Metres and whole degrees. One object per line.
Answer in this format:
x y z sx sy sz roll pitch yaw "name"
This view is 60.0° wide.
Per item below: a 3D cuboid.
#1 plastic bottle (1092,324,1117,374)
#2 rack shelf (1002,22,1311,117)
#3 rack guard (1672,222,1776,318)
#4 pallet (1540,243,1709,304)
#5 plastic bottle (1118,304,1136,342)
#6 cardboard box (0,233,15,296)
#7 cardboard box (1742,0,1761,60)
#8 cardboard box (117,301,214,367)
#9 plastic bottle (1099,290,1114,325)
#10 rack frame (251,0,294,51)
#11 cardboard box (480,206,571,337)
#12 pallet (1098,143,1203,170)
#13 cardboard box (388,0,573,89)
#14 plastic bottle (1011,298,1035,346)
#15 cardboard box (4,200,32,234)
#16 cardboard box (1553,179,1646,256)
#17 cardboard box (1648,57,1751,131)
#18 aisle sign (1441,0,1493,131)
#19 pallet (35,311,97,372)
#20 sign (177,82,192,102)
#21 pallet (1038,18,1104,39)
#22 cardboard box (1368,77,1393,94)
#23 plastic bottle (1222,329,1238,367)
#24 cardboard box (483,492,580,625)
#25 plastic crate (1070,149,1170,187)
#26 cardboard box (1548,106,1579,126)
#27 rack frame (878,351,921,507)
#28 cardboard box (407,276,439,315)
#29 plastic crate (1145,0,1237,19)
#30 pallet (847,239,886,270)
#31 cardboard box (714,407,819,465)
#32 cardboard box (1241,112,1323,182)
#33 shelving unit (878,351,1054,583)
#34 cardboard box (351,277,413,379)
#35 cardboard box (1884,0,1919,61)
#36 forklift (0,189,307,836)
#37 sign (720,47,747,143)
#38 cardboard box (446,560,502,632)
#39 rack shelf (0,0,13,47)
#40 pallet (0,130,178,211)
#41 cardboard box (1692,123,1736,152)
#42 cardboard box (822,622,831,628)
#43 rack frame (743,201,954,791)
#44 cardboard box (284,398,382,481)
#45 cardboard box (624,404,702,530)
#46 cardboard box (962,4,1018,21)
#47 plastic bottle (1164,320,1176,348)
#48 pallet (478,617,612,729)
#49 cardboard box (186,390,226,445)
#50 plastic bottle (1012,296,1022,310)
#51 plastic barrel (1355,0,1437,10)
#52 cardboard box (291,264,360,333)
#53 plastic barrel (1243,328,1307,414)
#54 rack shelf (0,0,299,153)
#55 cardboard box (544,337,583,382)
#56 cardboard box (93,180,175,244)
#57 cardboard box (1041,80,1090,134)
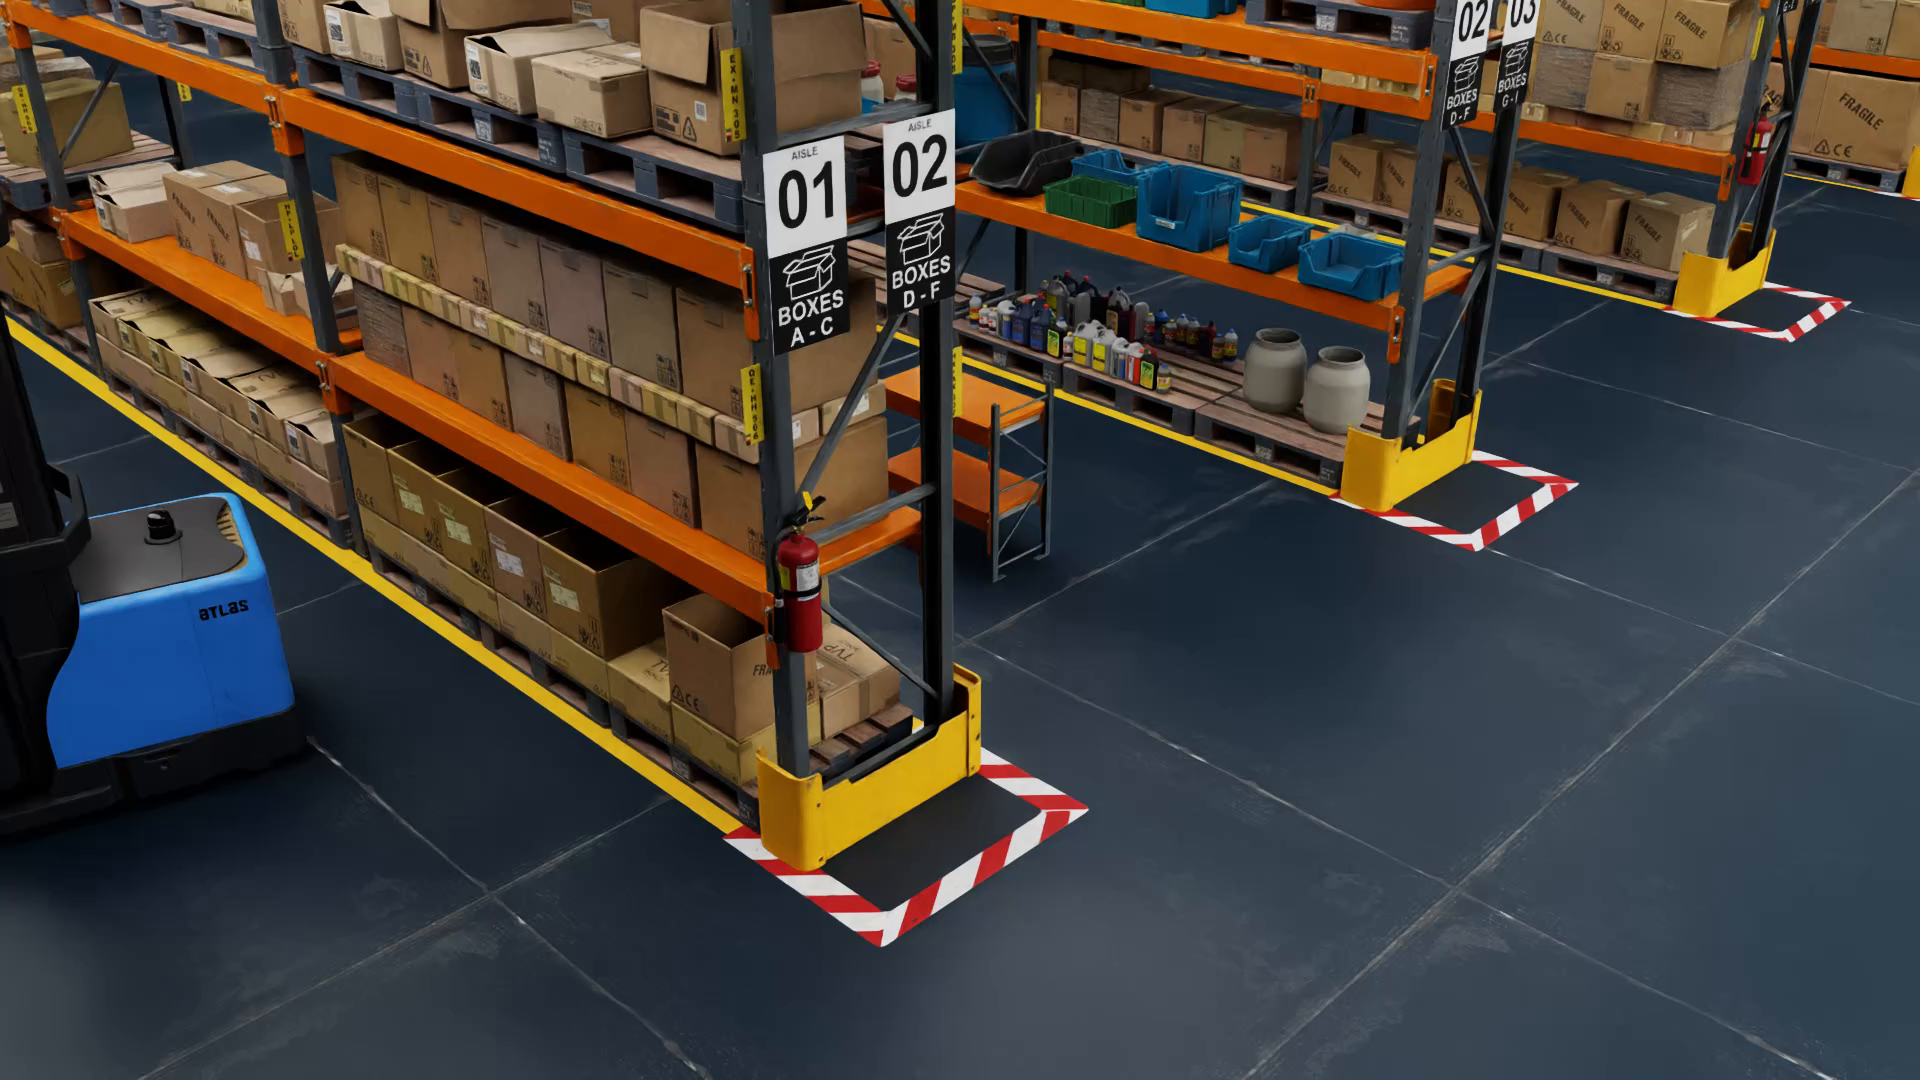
1.057 -1.397 12.058 0.144 0.351 0.185 -24 36 -37 "plastic bottle"
2.248 -5.015 17.337 4.000 0.370 1.077 25 36 38 "rack shelf"
6.472 -2.294 14.076 0.348 0.500 1.175 25 36 38 "rack guard"
5.918 -2.443 14.669 1.213 0.211 1.003 25 36 38 "pallet"
1.269 -1.657 12.625 0.133 0.283 0.061 25 36 38 "plastic bottle"
-7.705 -2.353 13.716 0.500 0.500 0.500 23 35 37 "cardboard box"
6.325 -4.264 13.635 0.500 0.500 0.500 25 36 38 "cardboard box"
-5.578 -1.480 11.742 0.500 0.311 0.500 24 36 37 "cardboard box"
1.145 -1.813 12.921 0.061 0.283 0.133 -22 35 -36 "plastic bottle"
-3.274 -4.050 8.283 0.127 3.000 1.000 25 36 38 "rack frame"
-1.879 -1.379 8.148 0.500 0.500 0.700 25 36 38 "cardboard box"
2.244 -4.098 17.817 1.213 0.211 1.003 25 36 38 "pallet"
-2.188 -2.436 7.725 0.797 0.503 0.637 -21 34 -34 "cardboard box"
0.486 -1.658 12.554 0.144 0.351 0.185 -24 36 -38 "plastic bottle"
-7.733 -2.697 13.563 0.500 0.250 0.500 24 36 37 "cardboard box"
5.643 -2.848 14.678 0.500 0.500 0.500 -15 31 -27 "cardboard box"
6.154 -3.740 13.713 0.500 0.500 0.875 25 36 38 "cardboard box"
2.897 -2.760 9.484 0.004 0.787 0.394 25 36 38 "aisle sign"
-6.632 -1.722 13.297 1.213 0.211 1.003 25 36 38 "pallet"
-5.739 -3.397 12.244 0.005 0.325 0.100 25 36 38 "sign"
1.405 -5.704 18.081 1.003 0.211 1.213 25 36 38 "pallet"
3.983 -4.241 15.363 0.250 0.149 0.380 25 36 38 "cardboard box"
1.980 -1.414 12.175 0.097 0.271 0.097 0 28 0 "plastic bottle"
-2.091 0.049 8.632 0.500 0.500 0.500 25 36 38 "cardboard box"
1.181 -2.700 12.322 0.616 0.251 0.499 25 36 38 "plastic crate"
5.276 -3.691 14.317 0.250 0.149 0.380 25 36 38 "cardboard box"
-0.367 -0.666 10.308 0.032 1.125 0.500 25 36 38 "rack frame"
-2.666 -1.323 8.739 0.250 0.149 0.380 24 36 38 "cardboard box"
1.483 -3.575 10.620 0.575 0.384 0.392 25 36 38 "plastic crate"
-1.260 -2.444 14.672 1.213 0.211 1.003 25 36 38 "pallet"
-0.827 -0.482 7.139 0.250 0.149 0.380 24 36 38 "cardboard box"
3.251 -3.977 16.803 0.500 0.500 0.700 21 34 35 "cardboard box"
-0.005 -0.500 9.992 1.048 1.125 0.538 25 36 38 "shelving unit"
-2.953 -1.296 9.384 0.500 0.500 0.700 23 36 37 "cardboard box"
9.780 -5.161 16.681 0.550 0.550 0.875 25 36 38 "cardboard box"
-4.763 -0.084 7.260 3.031 2.935 1.130 -14 31 -25 "forklift"
-0.812 -1.598 5.977 0.005 0.325 0.100 25 36 38 "sign"
-2.450 0.218 9.115 0.500 0.250 0.500 25 36 38 "cardboard box"
-7.552 -4.361 12.871 4.000 0.370 1.077 25 36 38 "rack shelf"
-6.659 -2.813 12.582 1.003 0.211 1.213 25 36 38 "pallet"
6.179 -3.289 13.552 0.250 0.149 0.380 25 36 38 "cardboard box"
-1.007 0.531 8.520 0.500 0.250 0.500 25 36 38 "cardboard box"
-0.421 -0.089 7.197 0.127 3.000 1.000 25 36 38 "rack frame"
-3.764 -0.649 10.161 0.500 0.311 0.500 25 36 38 "cardboard box"
-1.123 -0.460 7.794 0.700 0.500 0.500 -24 36 -38 "cardboard box"
0.296 -6.109 18.538 0.500 0.500 0.500 -24 36 -38 "cardboard box"
1.593 -1.560 12.528 0.097 0.201 0.097 0 28 0 "plastic bottle"
-1.862 0.511 9.051 1.213 0.211 1.003 25 36 38 "pallet"
-4.859 -0.901 11.244 0.500 0.250 0.500 -24 36 -38 "cardboard box"
0.446 -1.719 12.742 0.133 0.283 0.061 25 36 38 "plastic bottle"
2.618 -3.552 9.646 0.708 0.830 0.600 25 36 38 "plastic barrel"
-3.655 -1.474 9.992 0.500 0.250 0.500 -23 35 -36 "cardboard box"
2.174 -1.170 11.473 0.421 0.512 0.421 0 28 0 "plastic barrel"
-4.700 -3.056 10.389 4.000 0.370 1.077 25 36 38 "rack shelf"
-1.752 -0.904 7.942 0.380 0.149 0.250 -24 36 -38 "cardboard box"
-5.624 -2.304 11.505 0.500 0.311 0.500 24 36 38 "cardboard box"
1.314 -4.862 18.487 0.500 0.500 0.700 22 35 36 "cardboard box"
